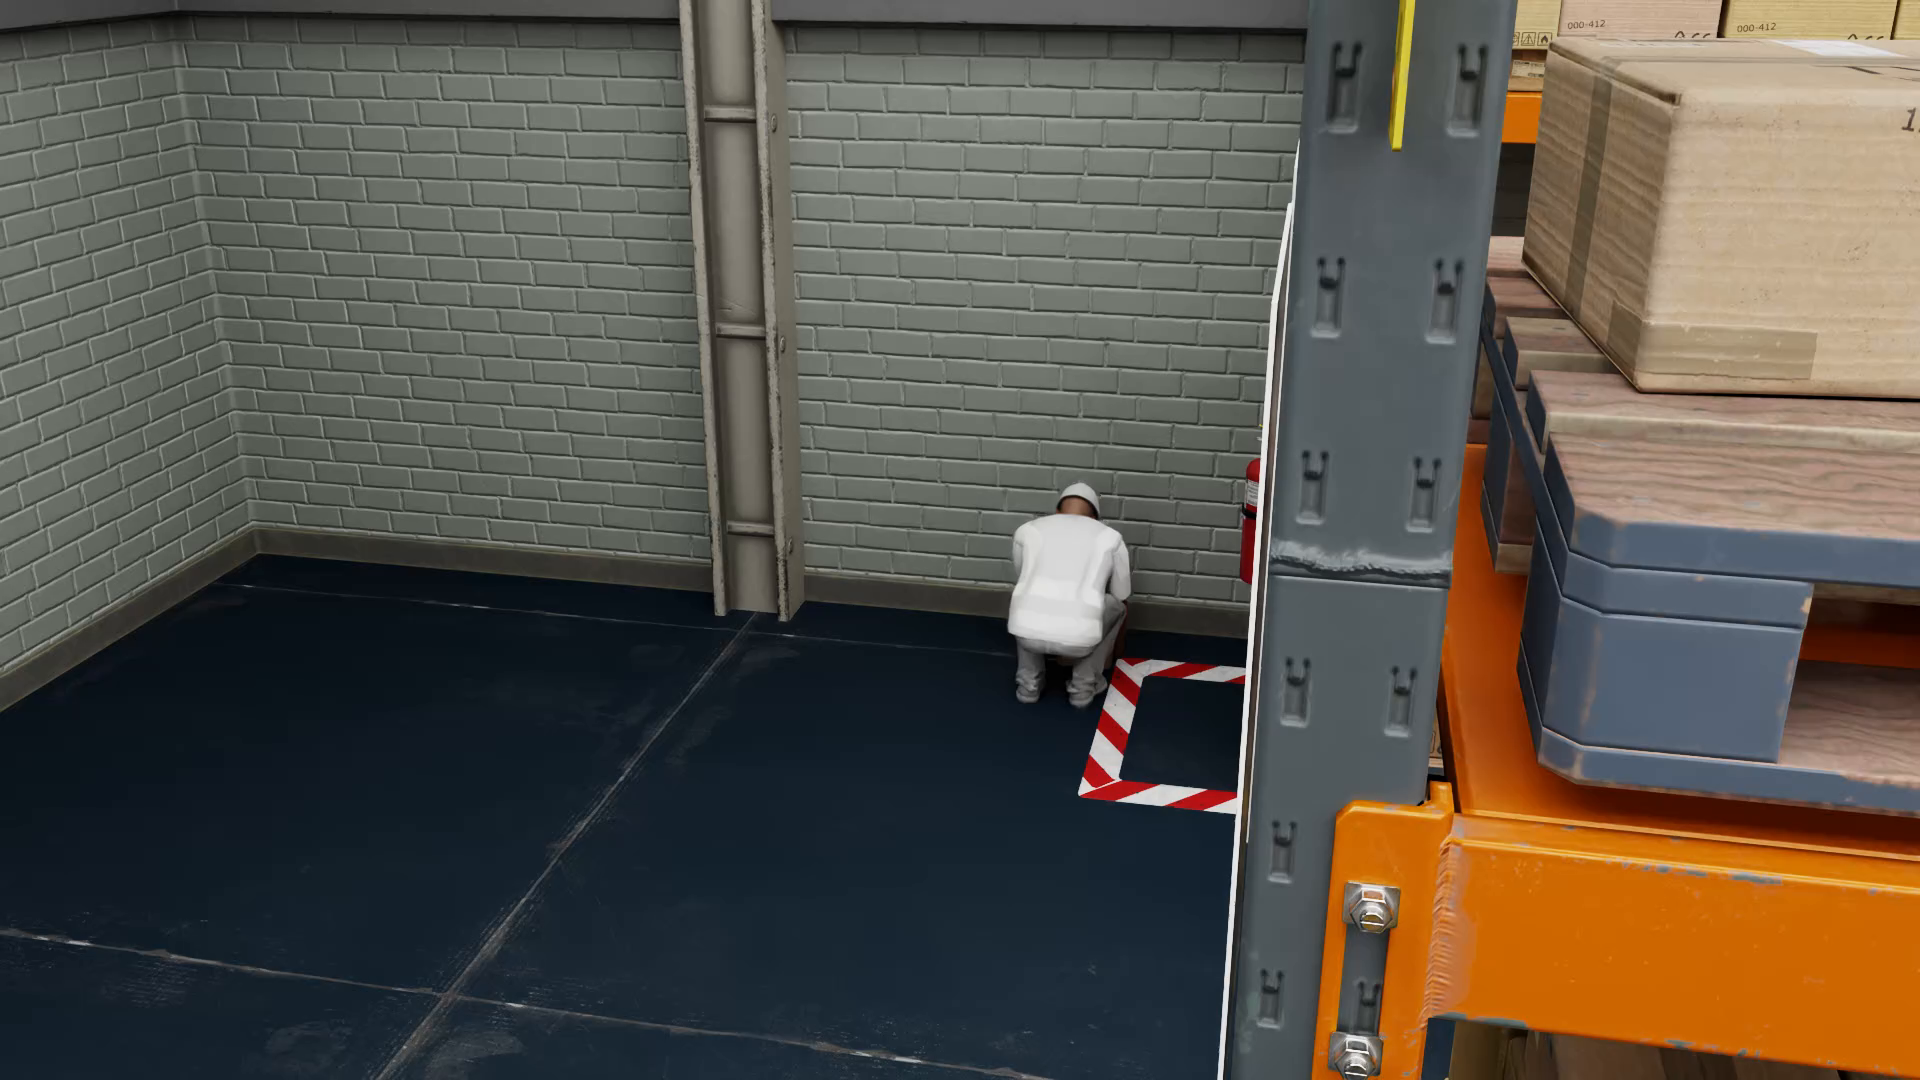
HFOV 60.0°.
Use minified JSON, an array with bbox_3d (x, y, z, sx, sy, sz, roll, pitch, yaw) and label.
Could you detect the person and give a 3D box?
[{"bbox_3d":[0.485,0.291,7.640,0.525,0.869,0.845,7,23,18],"label":"person"}]
